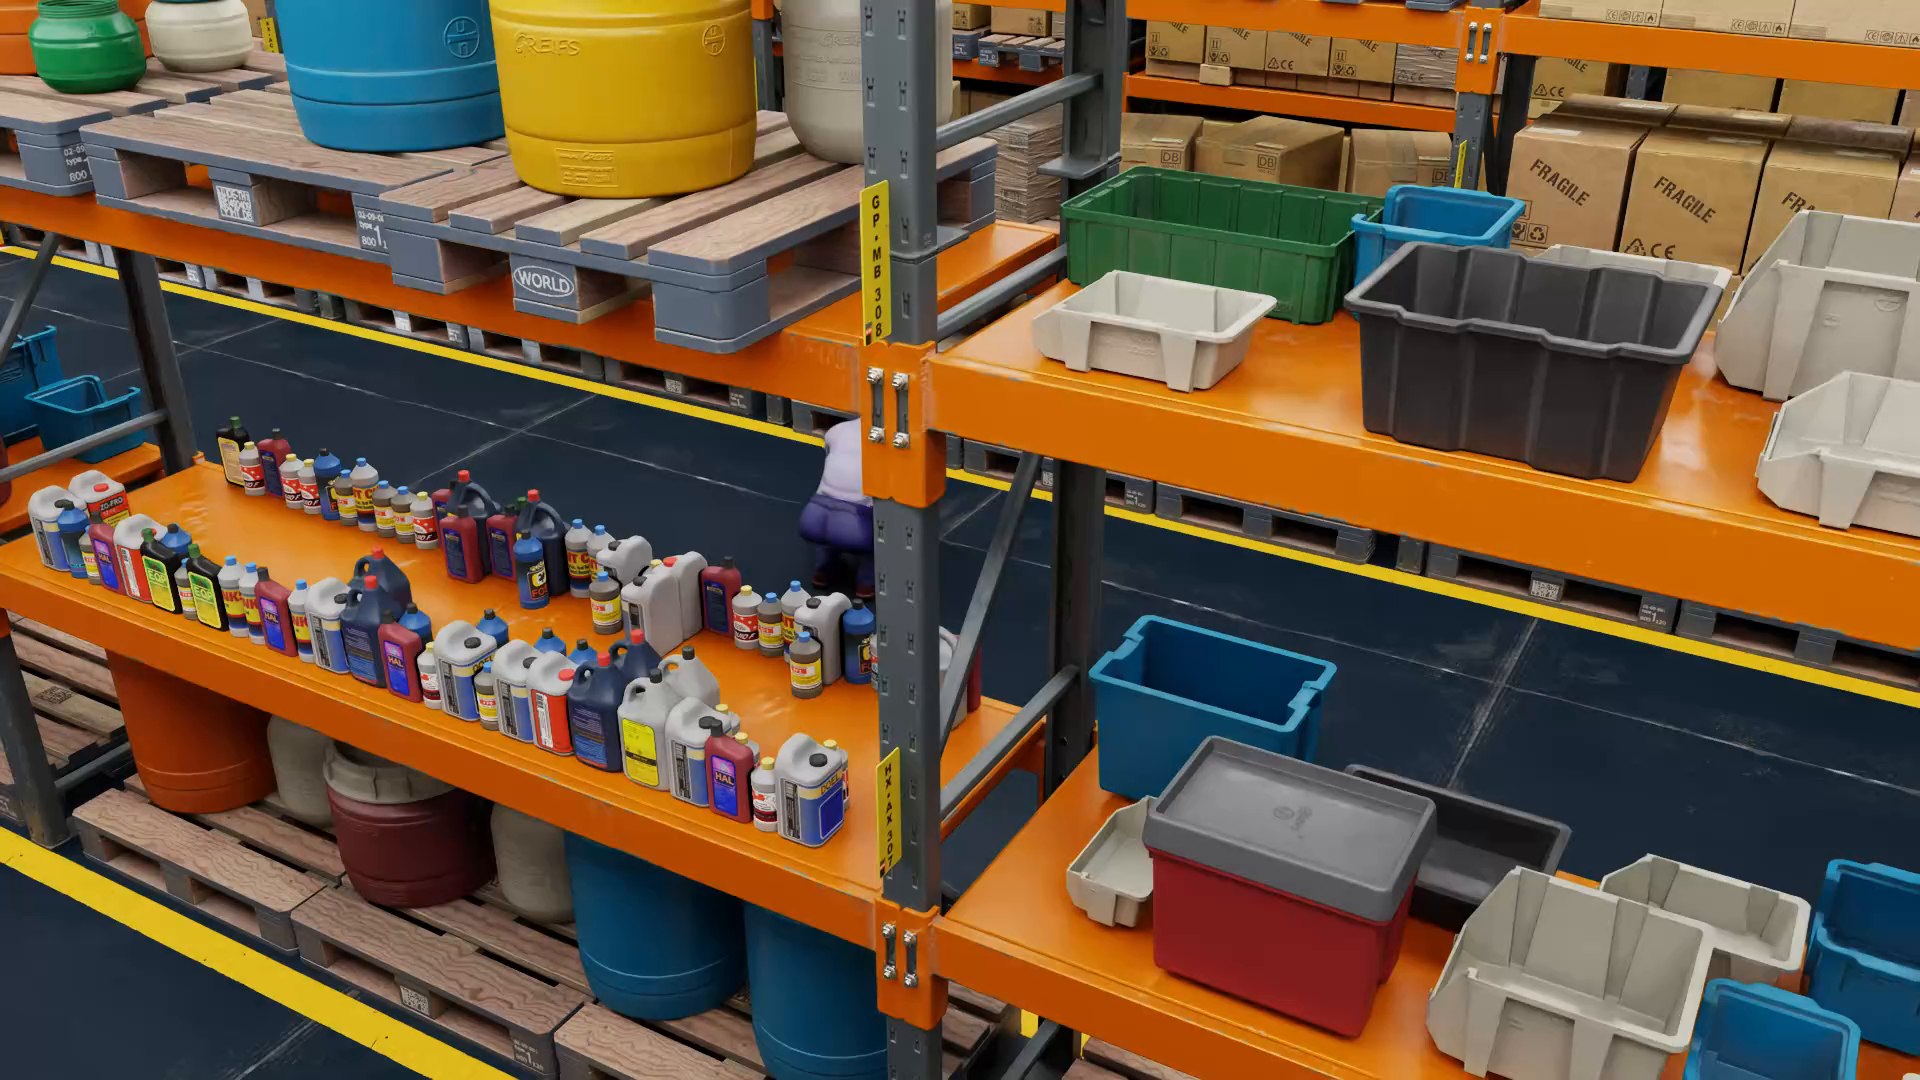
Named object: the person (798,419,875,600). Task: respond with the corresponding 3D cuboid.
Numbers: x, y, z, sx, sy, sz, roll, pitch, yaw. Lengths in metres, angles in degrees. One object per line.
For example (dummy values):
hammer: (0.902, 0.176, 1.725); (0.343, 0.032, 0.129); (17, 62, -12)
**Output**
person: (-0.483, -0.237, 8.429); (0.529, 0.919, 0.837); (14, 30, 26)
